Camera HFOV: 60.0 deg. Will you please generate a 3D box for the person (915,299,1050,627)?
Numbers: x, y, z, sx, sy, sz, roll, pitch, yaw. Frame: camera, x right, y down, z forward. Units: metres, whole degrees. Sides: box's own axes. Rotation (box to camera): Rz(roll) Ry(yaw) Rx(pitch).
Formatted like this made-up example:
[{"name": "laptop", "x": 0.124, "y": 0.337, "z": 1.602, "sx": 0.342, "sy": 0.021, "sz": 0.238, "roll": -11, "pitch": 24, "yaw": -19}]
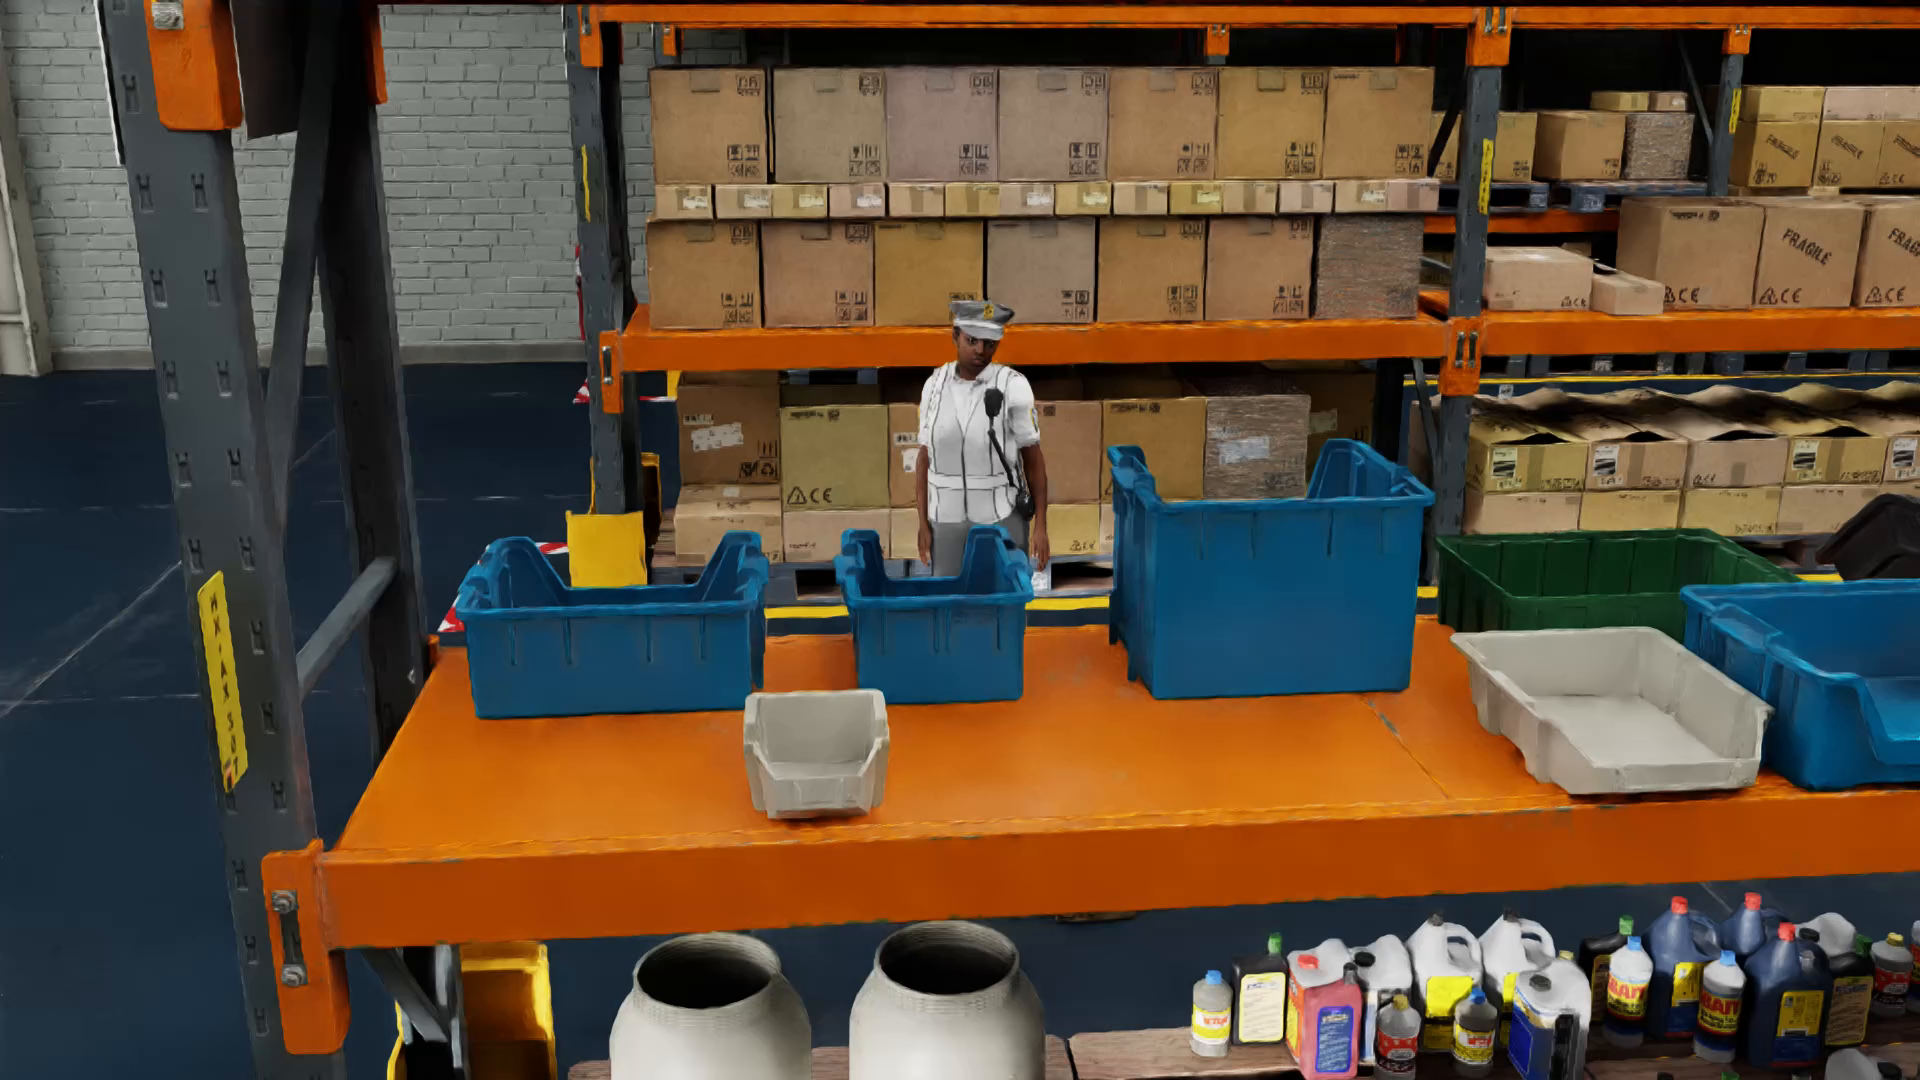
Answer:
[{"name": "person", "x": 0.060, "y": -0.061, "z": 6.141, "sx": 0.577, "sy": 1.682, "sz": 0.369, "roll": 6, "pitch": 18, "yaw": 19}]
